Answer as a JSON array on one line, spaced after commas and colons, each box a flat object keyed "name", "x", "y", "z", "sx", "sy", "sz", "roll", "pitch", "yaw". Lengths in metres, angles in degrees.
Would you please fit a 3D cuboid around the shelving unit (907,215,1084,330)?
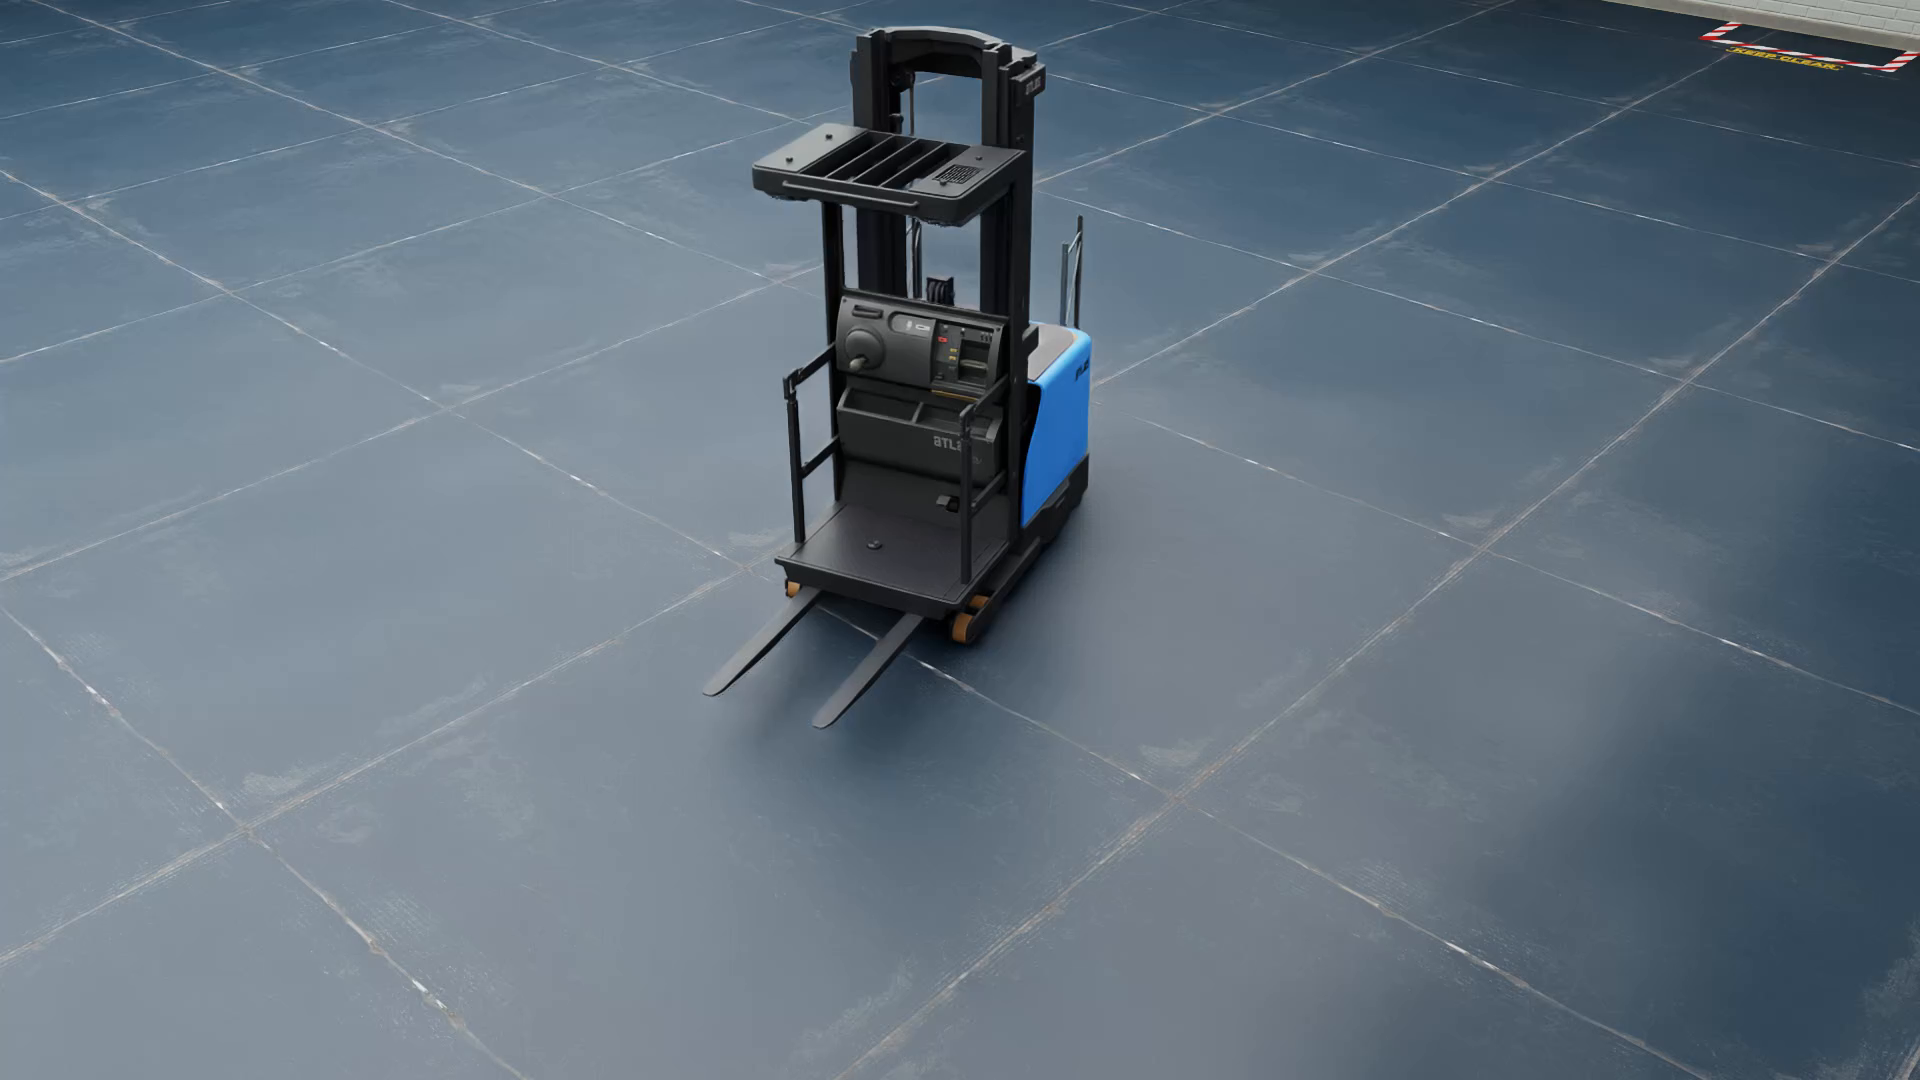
[{"name": "shelving unit", "x": 0.179, "y": -1.265, "z": 10.341, "sx": 1.048, "sy": 1.500, "sz": 0.538, "roll": 8, "pitch": 32, "yaw": 13}]

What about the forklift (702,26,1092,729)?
[{"name": "forklift", "x": -0.304, "y": -0.960, "z": 8.447, "sx": 1.130, "sy": 2.935, "sz": 3.031, "roll": 14, "pitch": 34, "yaw": 21}]

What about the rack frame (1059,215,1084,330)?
[{"name": "rack frame", "x": 0.670, "y": -1.197, "z": 10.229, "sx": 0.032, "sy": 1.500, "sz": 0.500, "roll": 8, "pitch": 32, "yaw": 13}]

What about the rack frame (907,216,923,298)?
[{"name": "rack frame", "x": -0.312, "y": -1.332, "z": 10.453, "sx": 0.032, "sy": 1.500, "sz": 0.500, "roll": 8, "pitch": 32, "yaw": 13}]
